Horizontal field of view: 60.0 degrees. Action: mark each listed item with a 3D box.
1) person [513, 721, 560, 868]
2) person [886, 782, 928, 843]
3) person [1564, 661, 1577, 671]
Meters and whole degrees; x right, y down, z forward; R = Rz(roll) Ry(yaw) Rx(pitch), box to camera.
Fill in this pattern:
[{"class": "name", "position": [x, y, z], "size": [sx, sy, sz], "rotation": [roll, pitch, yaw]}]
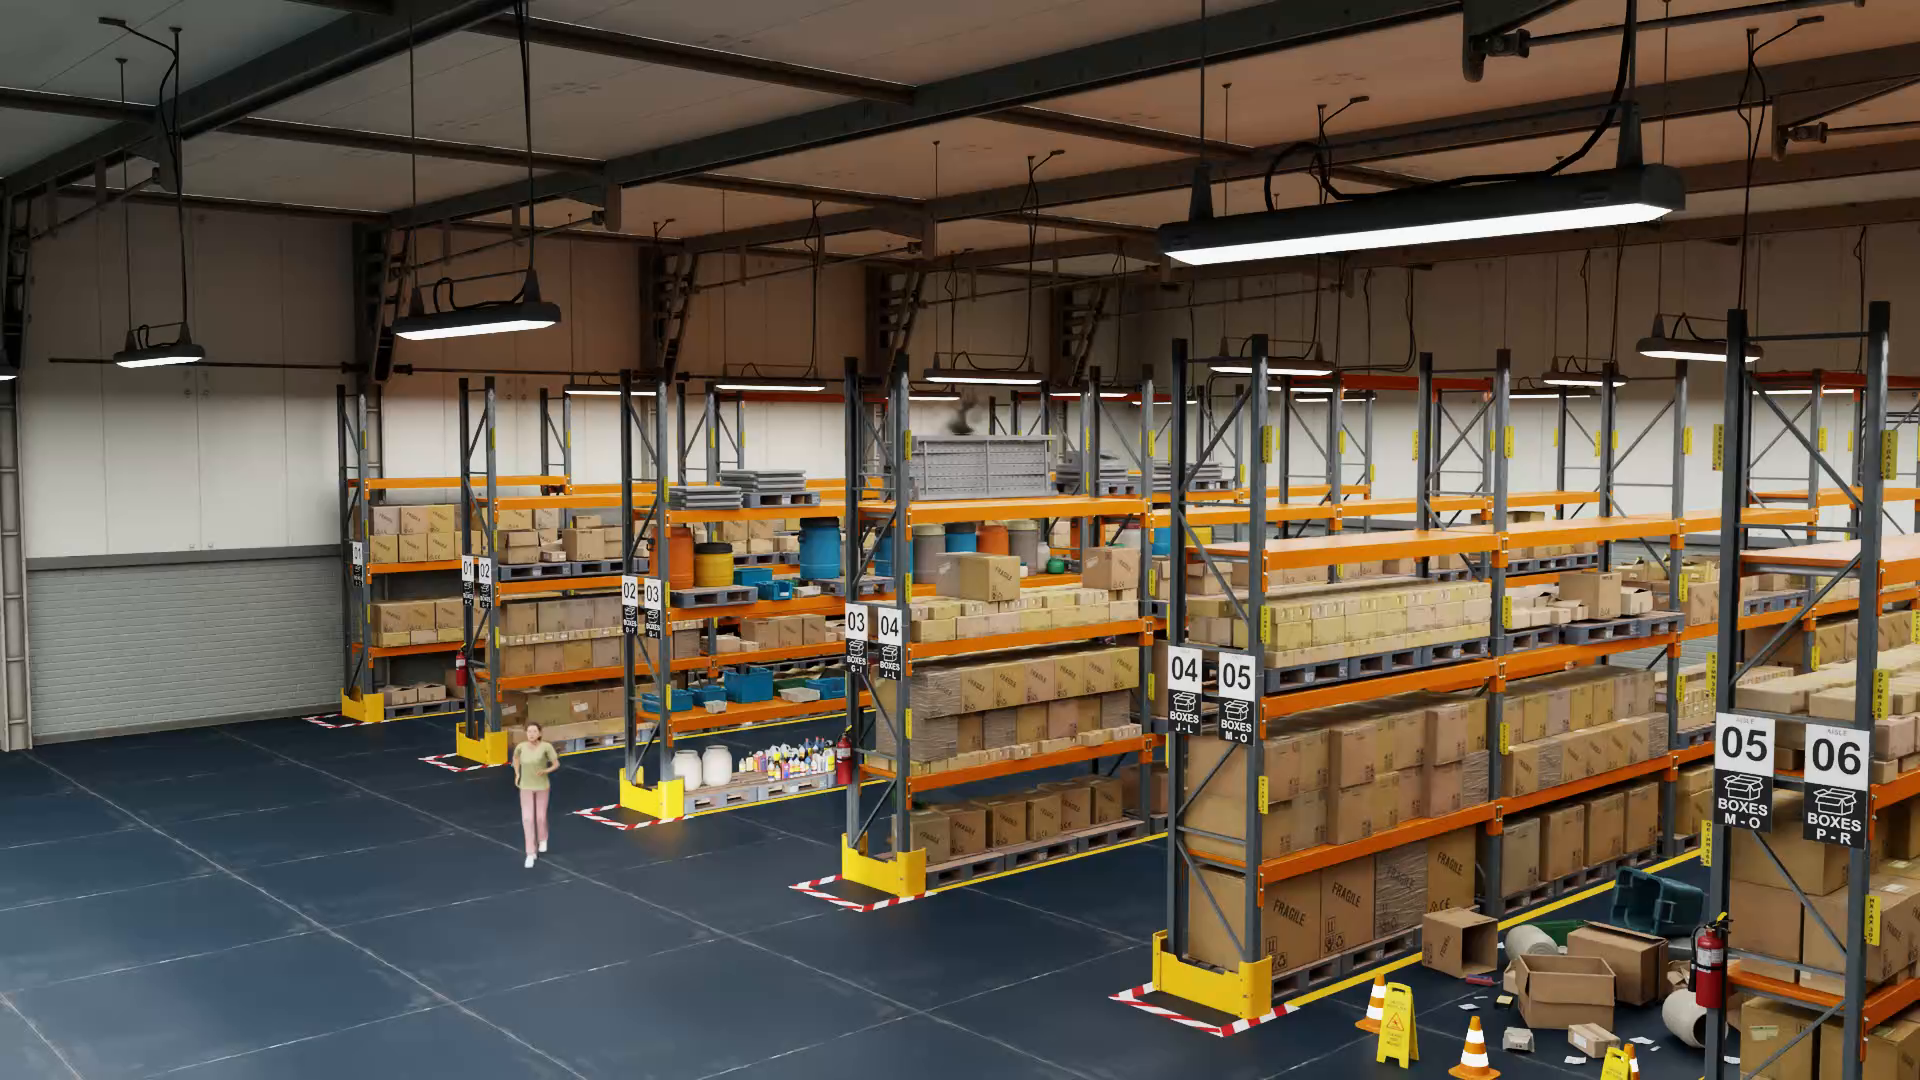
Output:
[{"class": "person", "position": [-5.105, 3.011, 20.027], "size": [0.575, 1.689, 0.856], "rotation": [-1, 4, -8]}, {"class": "person", "position": [-0.637, 2.911, 21.032], "size": [0.654, 1.760, 0.797], "rotation": [3, 5, 42]}, {"class": "person", "position": [9.381, 2.673, 25.611], "size": [0.599, 1.602, 0.918], "rotation": [4, 5, 44]}]
